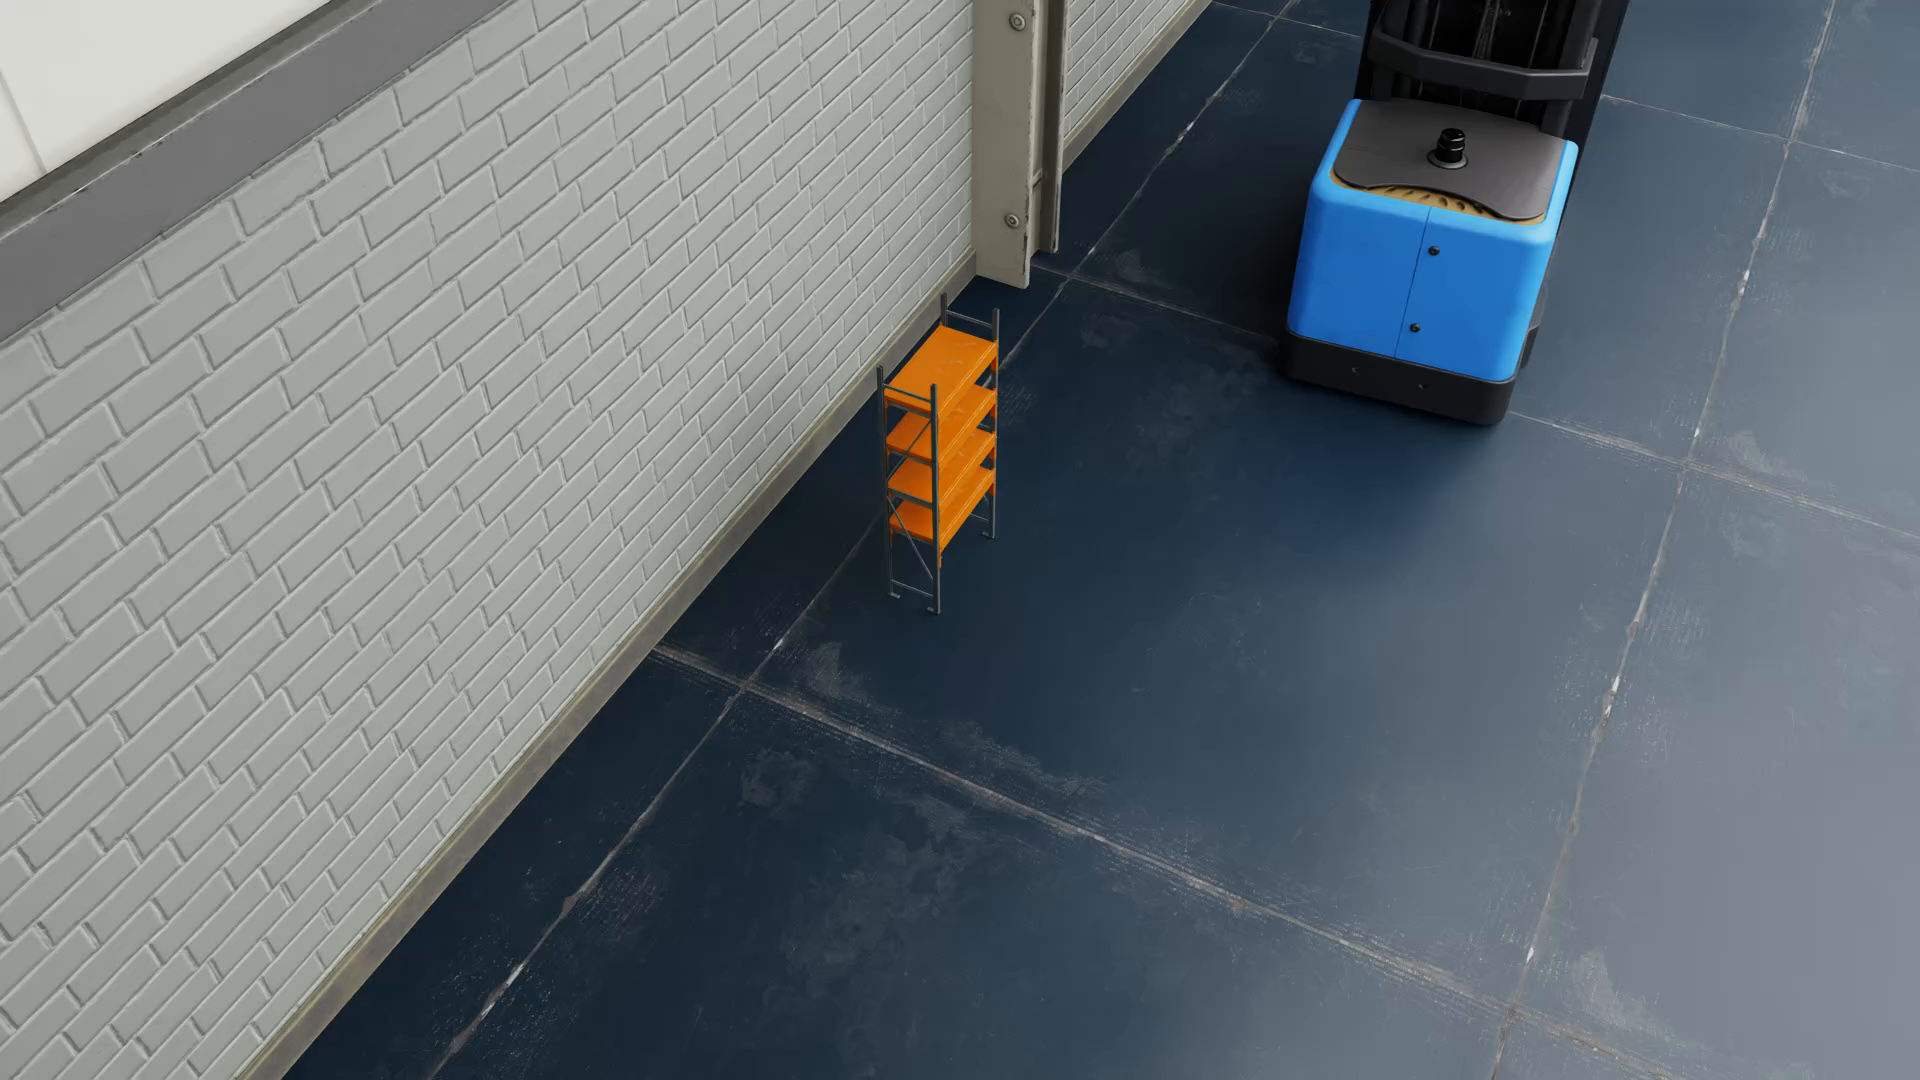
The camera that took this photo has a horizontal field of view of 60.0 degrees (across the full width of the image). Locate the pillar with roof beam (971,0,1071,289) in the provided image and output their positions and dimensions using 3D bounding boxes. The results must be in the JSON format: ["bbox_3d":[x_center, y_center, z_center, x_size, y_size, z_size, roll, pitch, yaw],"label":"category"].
[{"bbox_3d":[4.089,-3.163,3.829,9.100,9.000,0.400,20,49,19],"label":"pillar with roof beam"}]

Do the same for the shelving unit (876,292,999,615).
[{"bbox_3d":[-0.077,-0.317,6.500,0.258,1.200,0.503,20,49,19],"label":"shelving unit"}]

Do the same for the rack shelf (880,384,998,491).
[{"bbox_3d":[-0.077,-0.427,6.389,0.258,0.148,0.480,20,49,19],"label":"rack shelf"}]

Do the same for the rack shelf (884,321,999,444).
[{"bbox_3d":[-0.077,-0.594,6.221,0.258,0.148,0.480,20,49,19],"label":"rack shelf"}]

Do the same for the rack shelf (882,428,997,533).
[{"bbox_3d":[-0.077,-0.270,6.548,0.258,0.148,0.480,20,49,19],"label":"rack shelf"}]

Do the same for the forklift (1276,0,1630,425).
[{"bbox_3d":[2.493,-2.611,7.549,1.130,2.935,3.031,16,48,15],"label":"forklift"}]

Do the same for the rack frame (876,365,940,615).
[{"bbox_3d":[-0.190,-0.164,6.348,0.240,1.200,0.015,20,49,19],"label":"rack frame"}]

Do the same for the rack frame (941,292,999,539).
[{"bbox_3d":[0.036,-0.471,6.652,0.240,1.200,0.015,20,49,19],"label":"rack frame"}]

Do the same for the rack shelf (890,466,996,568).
[{"bbox_3d":[-0.077,-0.131,6.689,0.258,0.148,0.480,20,49,19],"label":"rack shelf"}]
